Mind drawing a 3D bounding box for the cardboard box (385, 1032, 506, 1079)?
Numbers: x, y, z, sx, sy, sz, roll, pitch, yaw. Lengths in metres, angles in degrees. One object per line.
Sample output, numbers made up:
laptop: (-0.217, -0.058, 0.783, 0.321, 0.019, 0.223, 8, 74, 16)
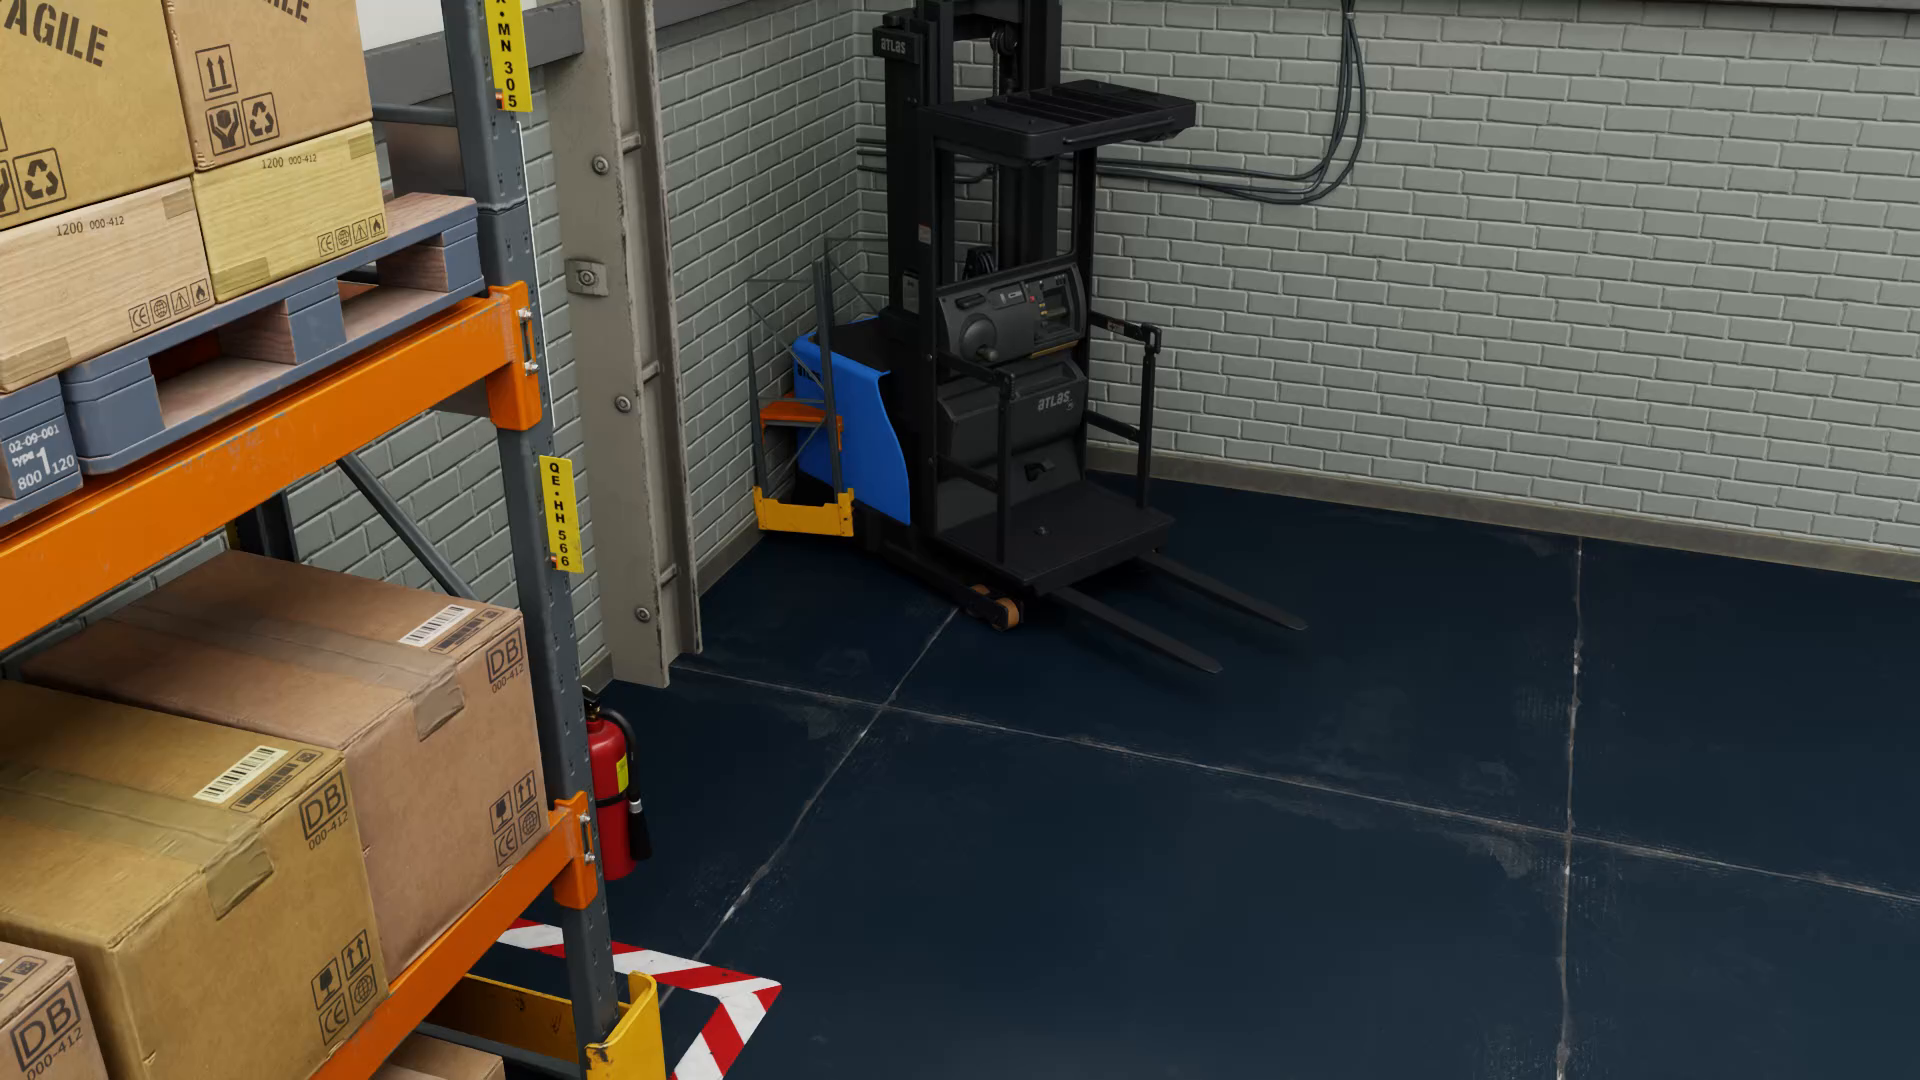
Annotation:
cardboard box: (-1.689, 1.717, 4.649, 0.700, 0.500, 0.500, 9, 27, 17)

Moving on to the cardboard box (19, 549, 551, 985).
cardboard box: (-1.710, 0.555, 4.318, 0.980, 0.700, 0.700, 10, 28, 20)

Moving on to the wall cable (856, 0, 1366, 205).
wall cable: (0.669, -3.096, 8.882, 3.097, 2.526, 0.112, 9, 27, 17)

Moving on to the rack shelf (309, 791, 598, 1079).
rack shelf: (-2.216, 1.624, 3.279, 1.077, 0.370, 4.000, 9, 27, 17)

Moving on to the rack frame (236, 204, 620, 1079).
rack frame: (-1.550, 0.479, 4.819, 1.000, 3.000, 0.127, 9, 27, 17)

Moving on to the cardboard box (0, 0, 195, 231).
cardboard box: (-1.713, -0.831, 2.797, 0.500, 0.500, 0.500, 10, 27, 19)

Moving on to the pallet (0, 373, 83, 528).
pallet: (-2.191, -0.022, 2.513, 1.003, 0.211, 1.213, 9, 27, 17)

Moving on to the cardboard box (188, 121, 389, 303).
cardboard box: (-1.544, -0.699, 3.384, 0.500, 0.250, 0.500, 10, 27, 19)

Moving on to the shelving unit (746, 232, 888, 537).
shelving unit: (-0.713, -0.932, 9.297, 0.587, 1.500, 1.083, 5, 23, 21)

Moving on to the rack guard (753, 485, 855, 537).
rack guard: (-0.851, -0.170, 9.099, 0.587, 0.250, 0.087, 5, 23, 21)

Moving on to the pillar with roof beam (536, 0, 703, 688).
pillar with roof beam: (2.592, -2.832, 4.773, 9.100, 9.000, 0.400, 9, 27, 17)

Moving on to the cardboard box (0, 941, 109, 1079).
cardboard box: (-2.204, 1.167, 3.053, 0.980, 0.700, 0.700, 7, 27, 15)

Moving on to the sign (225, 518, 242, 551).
sign: (-2.071, -0.030, 4.785, 0.100, 0.325, 0.005, 9, 27, 17)

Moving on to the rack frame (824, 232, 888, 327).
rack frame: (-0.536, -1.115, 9.726, 0.500, 1.500, 0.032, 5, 23, 21)

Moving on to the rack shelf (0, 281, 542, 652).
rack shelf: (-2.216, 0.274, 2.625, 1.077, 0.370, 4.000, 9, 27, 17)

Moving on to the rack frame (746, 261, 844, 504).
rack frame: (-0.897, -0.742, 8.852, 0.500, 1.500, 0.032, 5, 23, 21)

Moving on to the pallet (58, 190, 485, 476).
pallet: (-1.787, -0.525, 3.552, 1.003, 0.211, 1.213, 9, 27, 17)

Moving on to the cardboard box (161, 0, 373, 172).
cardboard box: (-1.536, -1.035, 3.219, 0.500, 0.500, 0.500, 9, 27, 17)

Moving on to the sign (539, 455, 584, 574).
sign: (-1.043, -0.065, 4.341, 0.100, 0.325, 0.005, 9, 27, 17)

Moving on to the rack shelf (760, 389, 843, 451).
rack shelf: (-0.705, -0.762, 9.355, 0.538, 0.185, 1.000, 5, 23, 21)

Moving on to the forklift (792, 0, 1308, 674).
forklift: (0.411, -1.112, 8.183, 1.130, 2.935, 3.031, -21, 33, -36)

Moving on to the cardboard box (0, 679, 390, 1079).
cardboard box: (-1.942, 0.855, 3.697, 0.980, 0.700, 0.700, 9, 27, 17)

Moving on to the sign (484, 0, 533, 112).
sign: (-1.043, -1.150, 3.816, 0.100, 0.325, 0.005, 9, 27, 17)

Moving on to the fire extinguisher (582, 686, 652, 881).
fire extinguisher: (-1.065, 0.686, 4.907, 0.296, 0.674, 0.183, 9, 27, 17)

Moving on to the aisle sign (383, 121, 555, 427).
aisle sign: (-1.243, -0.678, 4.224, 0.394, 0.787, 0.004, 9, 27, 17)

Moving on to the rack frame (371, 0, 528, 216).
rack frame: (-1.550, -2.222, 3.512, 1.000, 3.000, 0.127, 9, 27, 17)

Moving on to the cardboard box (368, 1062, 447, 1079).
cardboard box: (-1.560, 1.504, 4.344, 0.380, 0.149, 0.250, 8, 27, 17)

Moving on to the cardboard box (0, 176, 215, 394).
cardboard box: (-1.716, -0.485, 2.942, 0.500, 0.250, 0.500, 8, 27, 15)

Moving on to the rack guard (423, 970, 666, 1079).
rack guard: (-1.542, 1.594, 5.385, 1.175, 0.500, 0.348, 9, 27, 17)
